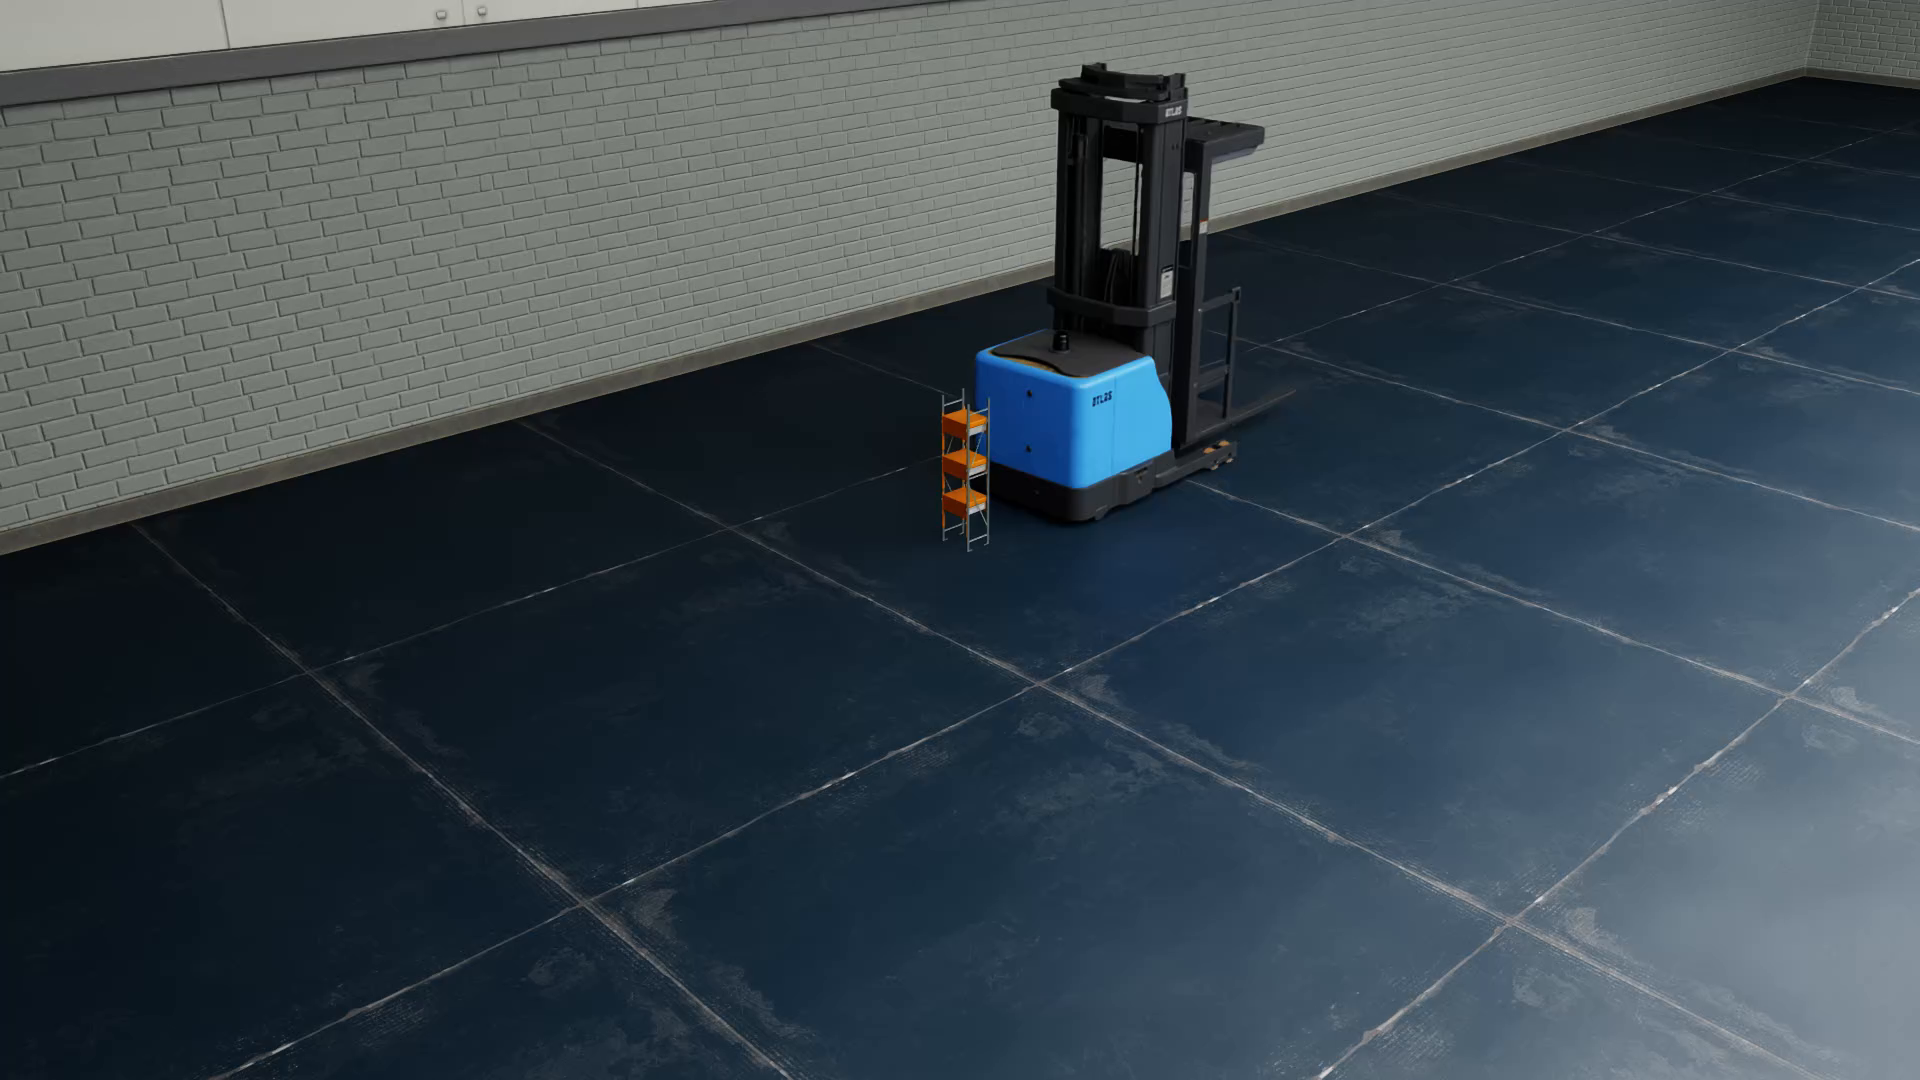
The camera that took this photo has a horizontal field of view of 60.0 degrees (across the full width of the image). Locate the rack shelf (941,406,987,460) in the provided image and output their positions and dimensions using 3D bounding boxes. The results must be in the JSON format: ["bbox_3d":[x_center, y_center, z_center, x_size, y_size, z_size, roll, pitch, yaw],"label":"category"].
[{"bbox_3d":[0.037,-0.710,10.988,0.215,0.259,0.240,-21,32,-38],"label":"rack shelf"}]

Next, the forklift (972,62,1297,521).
[{"bbox_3d":[1.460,-1.987,12.179,1.130,2.935,3.031,21,32,38],"label":"forklift"}]

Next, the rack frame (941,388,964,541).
[{"bbox_3d":[-0.047,-0.498,11.182,0.200,1.050,0.008,-21,32,-38],"label":"rack frame"}]

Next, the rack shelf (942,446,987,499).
[{"bbox_3d":[0.037,-0.452,11.106,0.215,0.259,0.240,-21,32,-38],"label":"rack shelf"}]

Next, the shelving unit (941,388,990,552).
[{"bbox_3d":[0.037,-0.461,11.101,0.215,1.050,0.252,-21,32,-38],"label":"shelving unit"}]

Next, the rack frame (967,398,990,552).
[{"bbox_3d":[0.120,-0.424,11.020,0.200,1.050,0.008,-21,32,-38],"label":"rack frame"}]

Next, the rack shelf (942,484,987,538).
[{"bbox_3d":[0.037,-0.199,11.221,0.215,0.259,0.240,-21,32,-38],"label":"rack shelf"}]
